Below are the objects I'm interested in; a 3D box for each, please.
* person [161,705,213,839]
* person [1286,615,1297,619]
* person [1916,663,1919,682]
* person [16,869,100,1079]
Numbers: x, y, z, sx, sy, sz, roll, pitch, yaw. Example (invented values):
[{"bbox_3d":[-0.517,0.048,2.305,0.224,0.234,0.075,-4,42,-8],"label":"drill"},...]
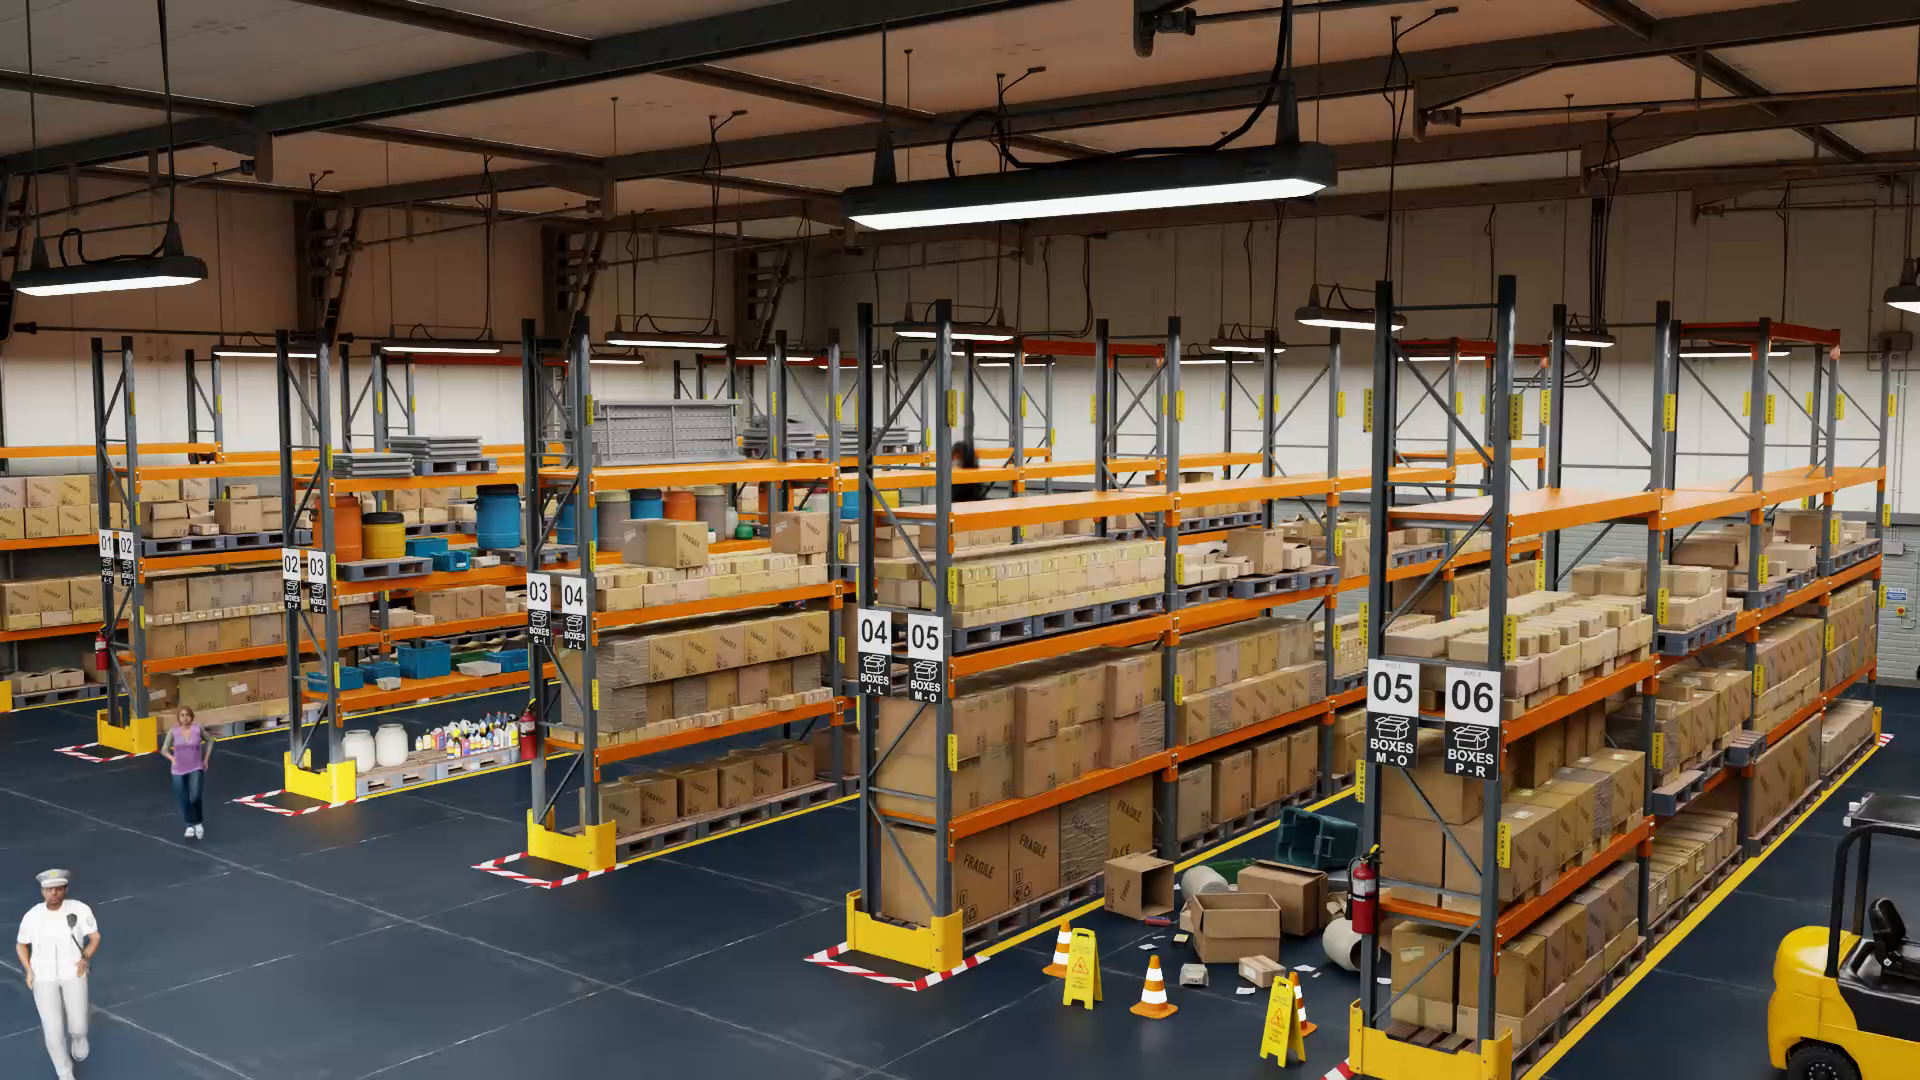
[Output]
[{"bbox_3d":[-8.949,2.700,19.266,0.543,1.582,0.626,-2,5,-21],"label":"person"},{"bbox_3d":[5.033,2.015,25.432,0.680,1.755,0.923,4,7,40],"label":"person"},{"bbox_3d":[14.475,2.170,24.488,0.772,1.746,0.756,1,5,12],"label":"person"},{"bbox_3d":[-6.758,3.257,12.475,0.562,1.650,0.581,-2,5,-25],"label":"person"}]
